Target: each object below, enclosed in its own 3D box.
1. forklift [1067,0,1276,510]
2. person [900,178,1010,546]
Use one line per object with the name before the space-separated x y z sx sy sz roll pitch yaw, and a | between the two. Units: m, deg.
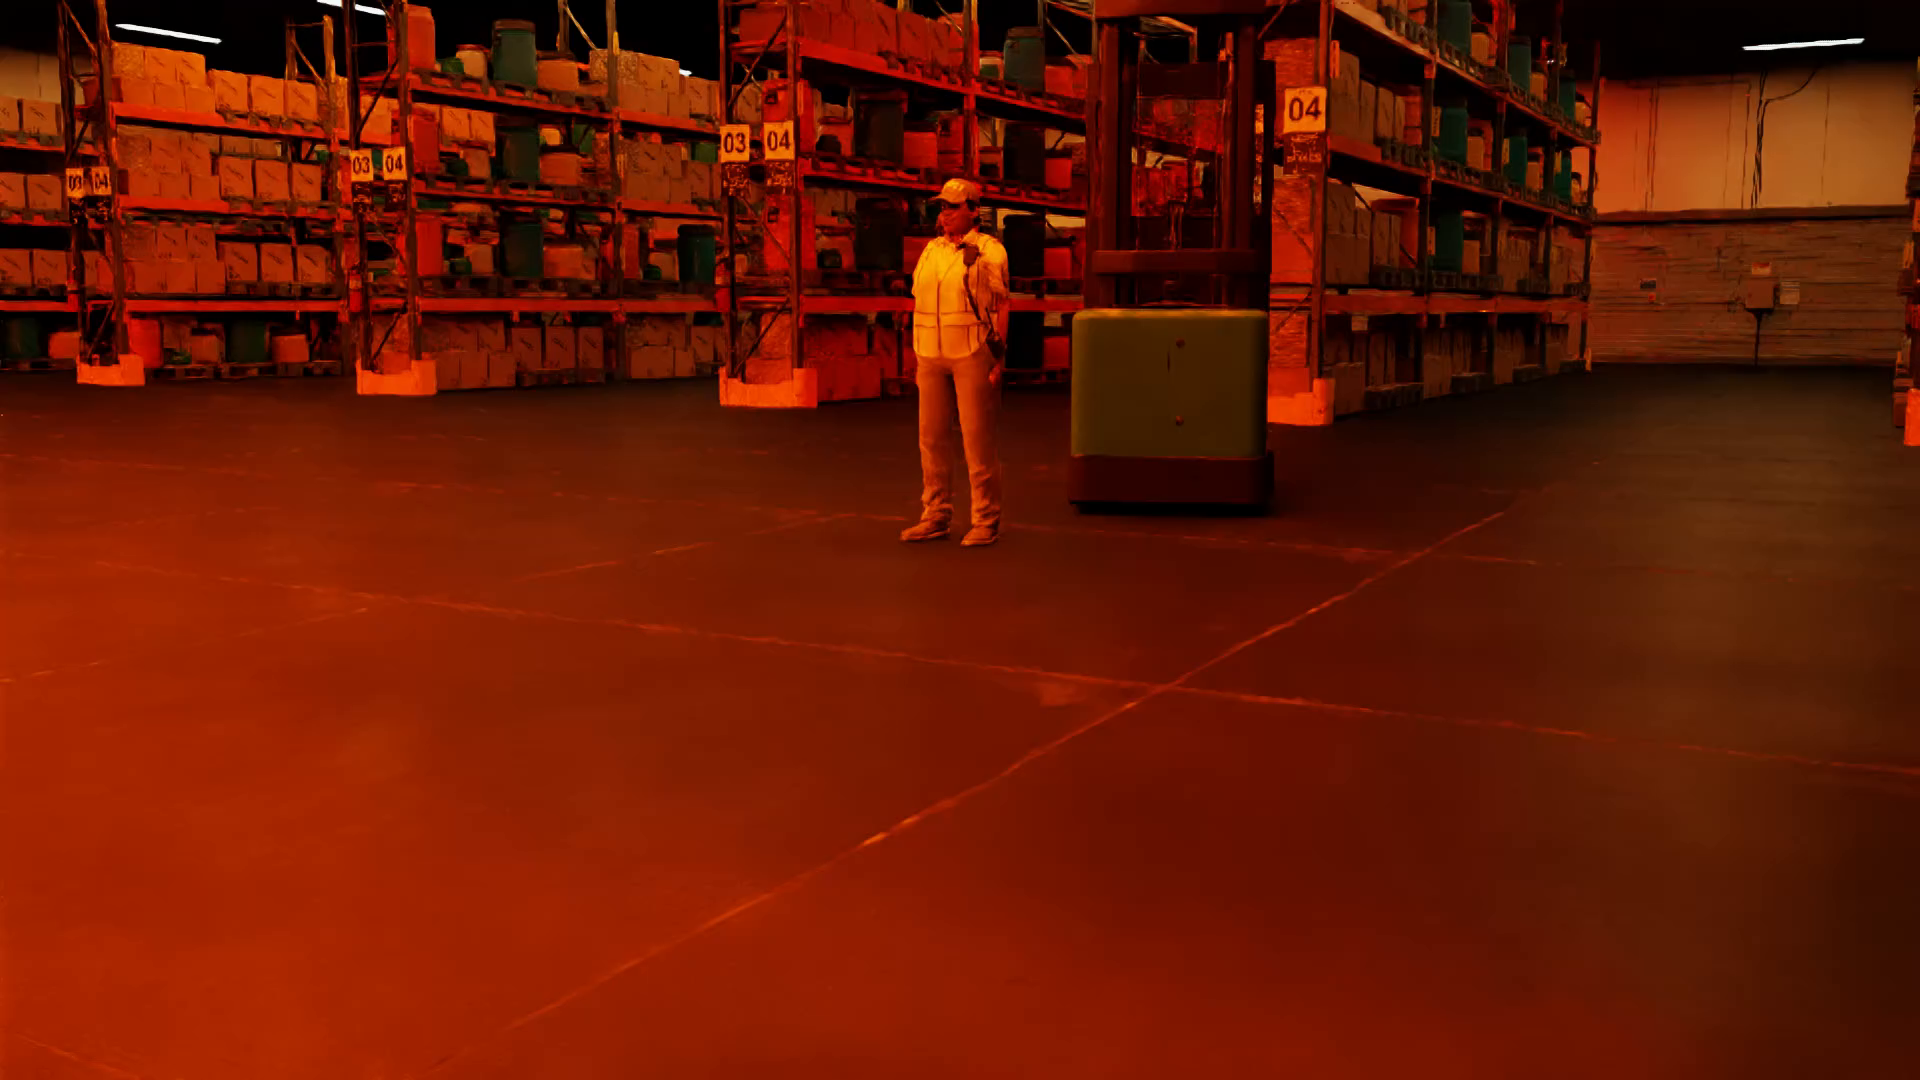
forklift | 1.316 -1.782 10.007 1.130 2.935 3.031 1 8 9
person | -0.014 -0.821 7.689 0.482 1.669 0.390 4 9 29
